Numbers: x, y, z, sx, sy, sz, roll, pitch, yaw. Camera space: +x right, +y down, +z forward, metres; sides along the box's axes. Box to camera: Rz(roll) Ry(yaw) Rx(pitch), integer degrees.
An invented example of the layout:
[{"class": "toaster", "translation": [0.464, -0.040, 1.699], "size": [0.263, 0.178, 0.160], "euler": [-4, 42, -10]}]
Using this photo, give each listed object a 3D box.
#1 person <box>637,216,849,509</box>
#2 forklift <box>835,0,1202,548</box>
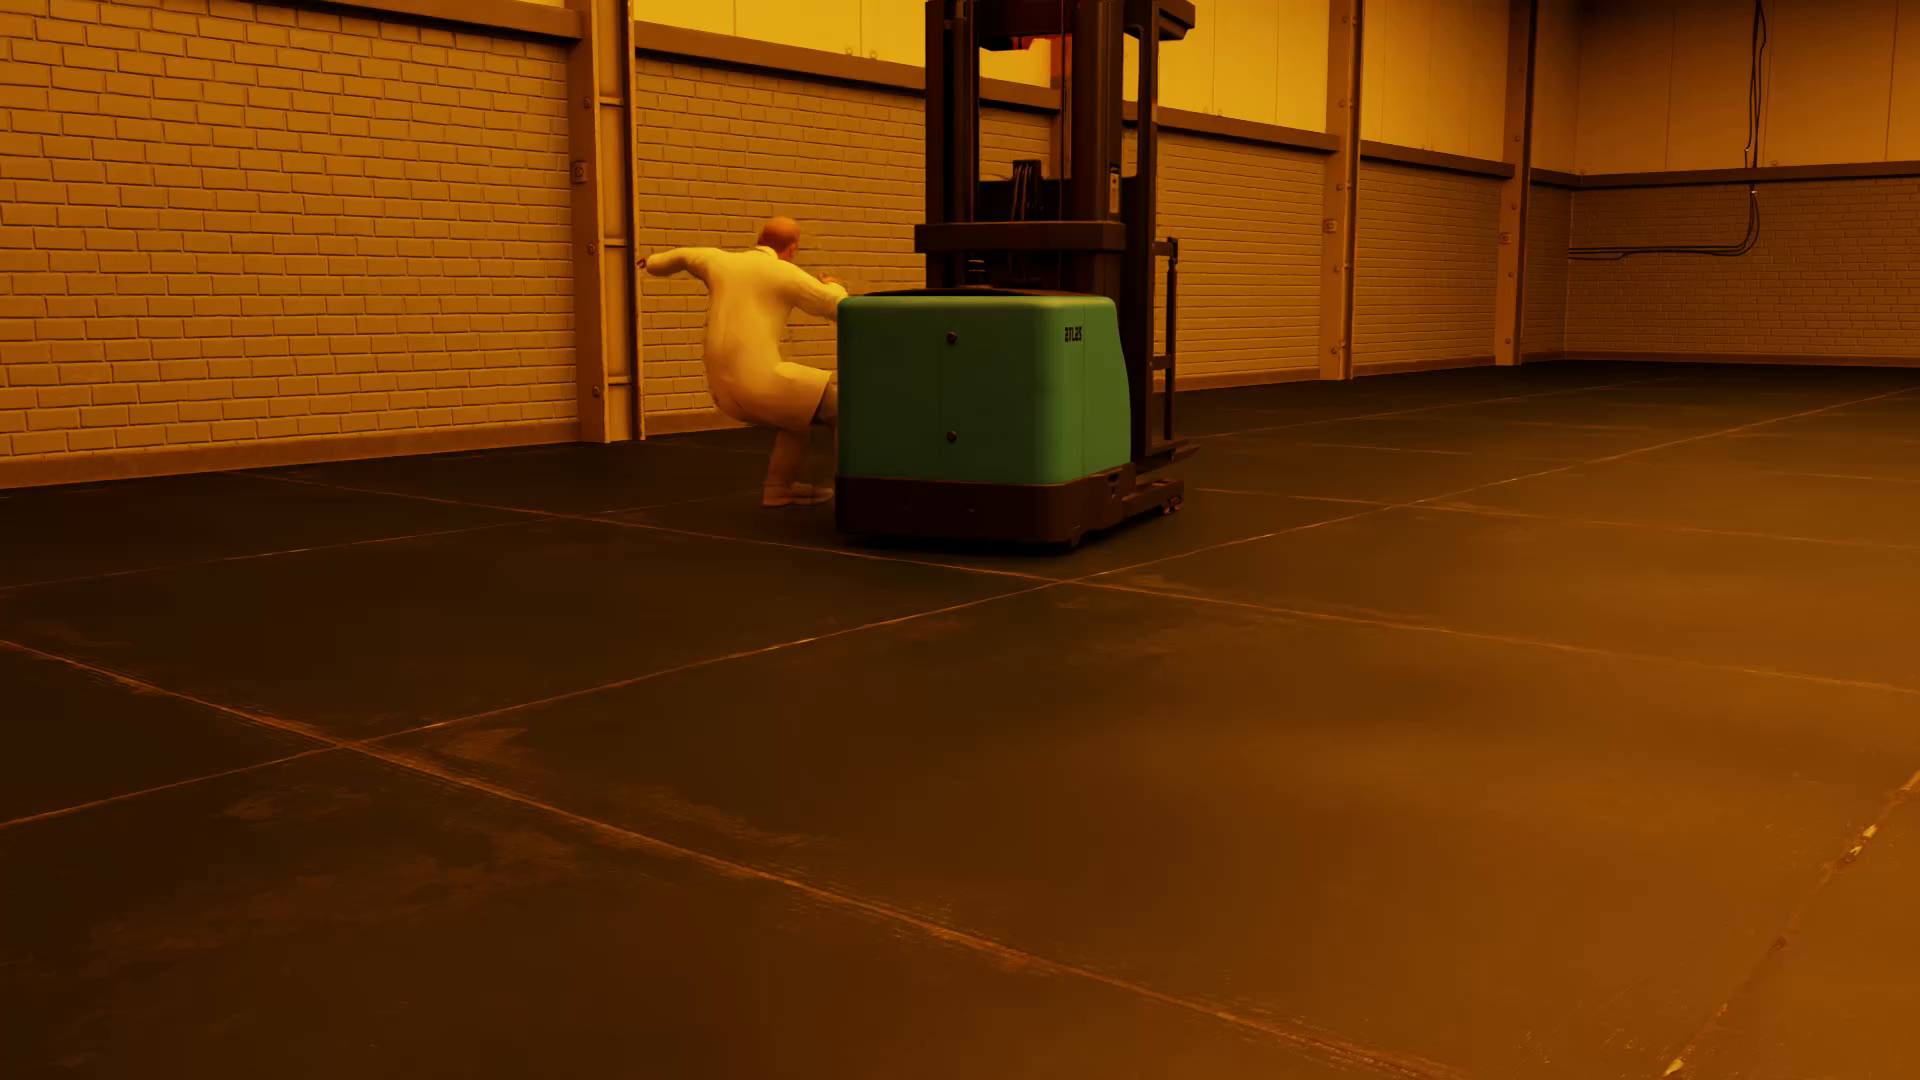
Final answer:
[{"class": "person", "translation": [-0.925, -0.807, 7.984], "size": [1.642, 1.460, 0.785], "euler": [6, 10, 36]}, {"class": "forklift", "translation": [0.495, -1.592, 8.160], "size": [1.130, 2.935, 3.031], "euler": [3, 9, 22]}]
